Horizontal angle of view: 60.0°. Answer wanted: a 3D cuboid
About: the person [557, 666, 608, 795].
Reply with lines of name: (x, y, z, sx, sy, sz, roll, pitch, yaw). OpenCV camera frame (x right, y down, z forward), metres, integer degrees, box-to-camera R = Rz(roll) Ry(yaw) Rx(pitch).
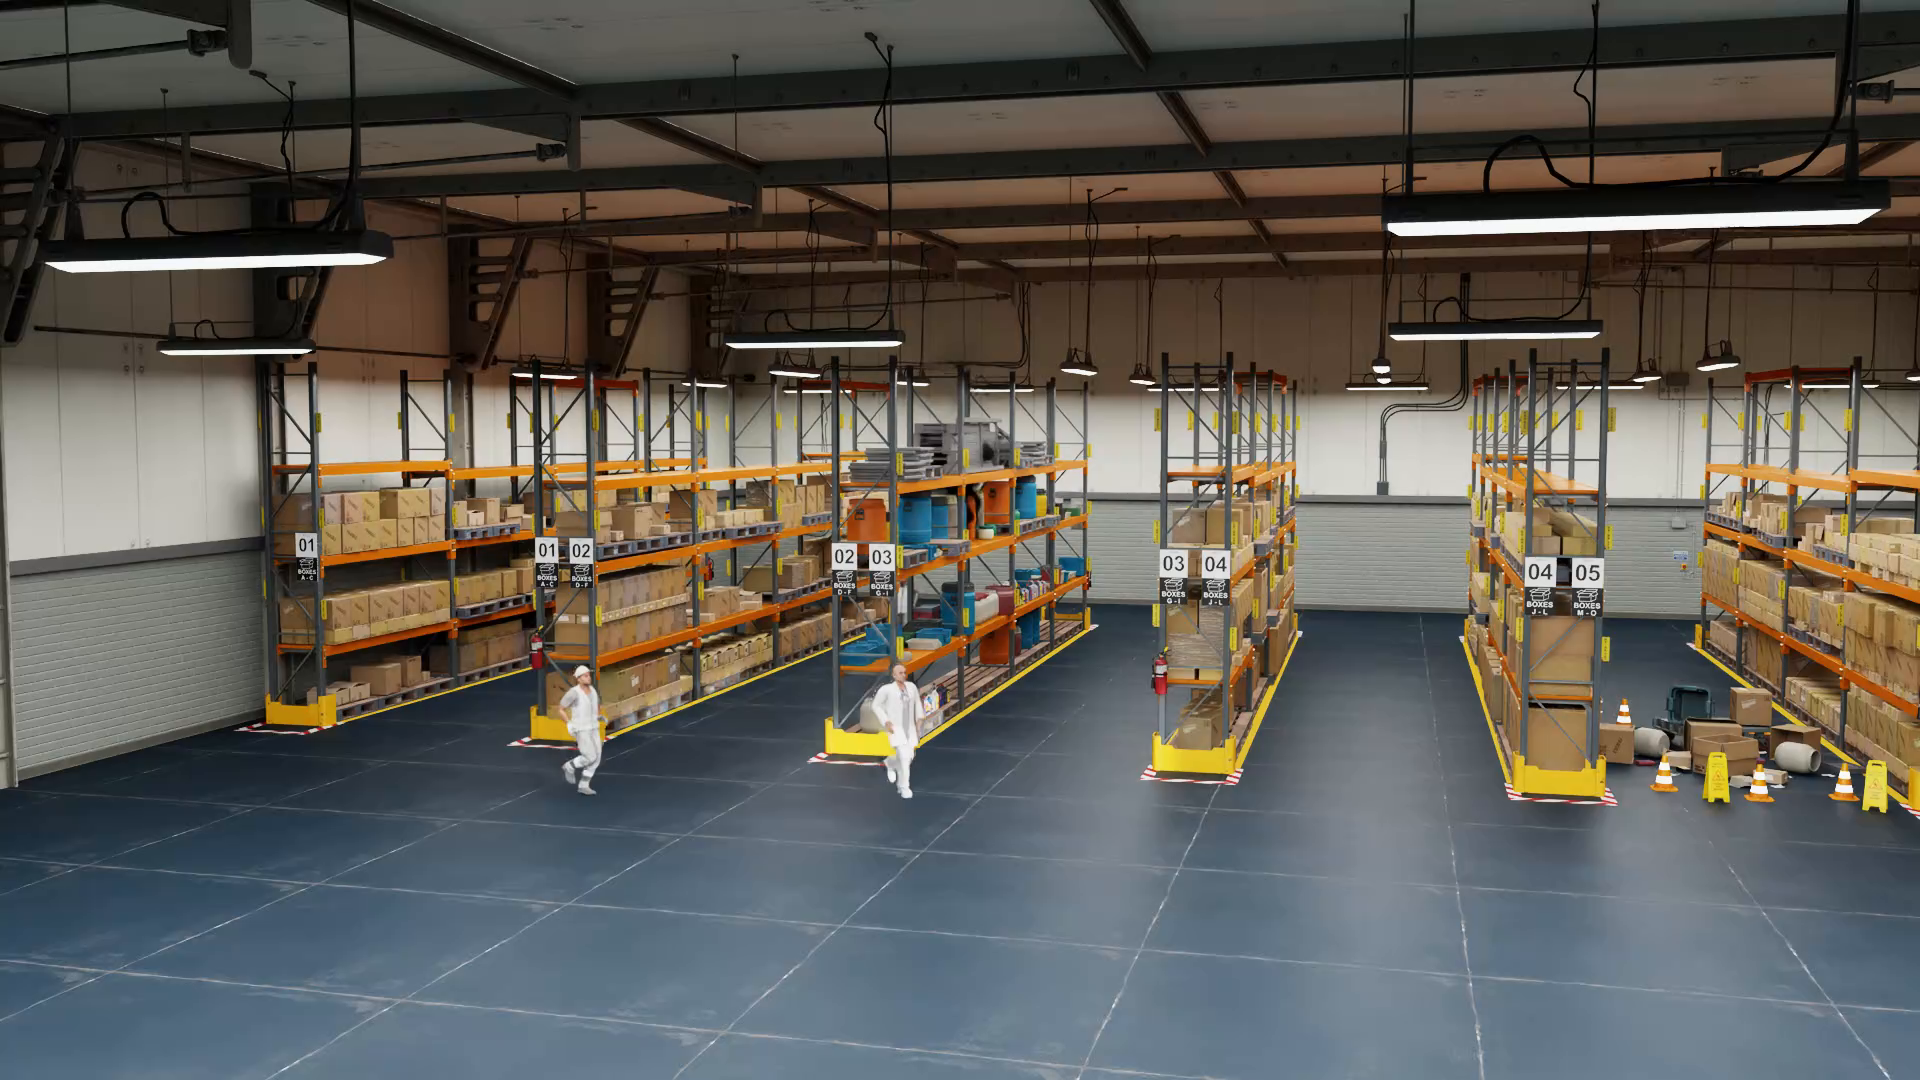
person: (-5.052, 2.563, 22.406, 0.597, 1.740, 0.657, 3, 5, 32)

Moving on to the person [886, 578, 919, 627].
person: (-1.185, 1.489, 33.946, 0.642, 1.827, 0.790, 1, 4, 7)

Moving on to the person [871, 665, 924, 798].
person: (-0.846, 2.555, 22.523, 0.732, 1.754, 0.822, -3, 5, -35)
